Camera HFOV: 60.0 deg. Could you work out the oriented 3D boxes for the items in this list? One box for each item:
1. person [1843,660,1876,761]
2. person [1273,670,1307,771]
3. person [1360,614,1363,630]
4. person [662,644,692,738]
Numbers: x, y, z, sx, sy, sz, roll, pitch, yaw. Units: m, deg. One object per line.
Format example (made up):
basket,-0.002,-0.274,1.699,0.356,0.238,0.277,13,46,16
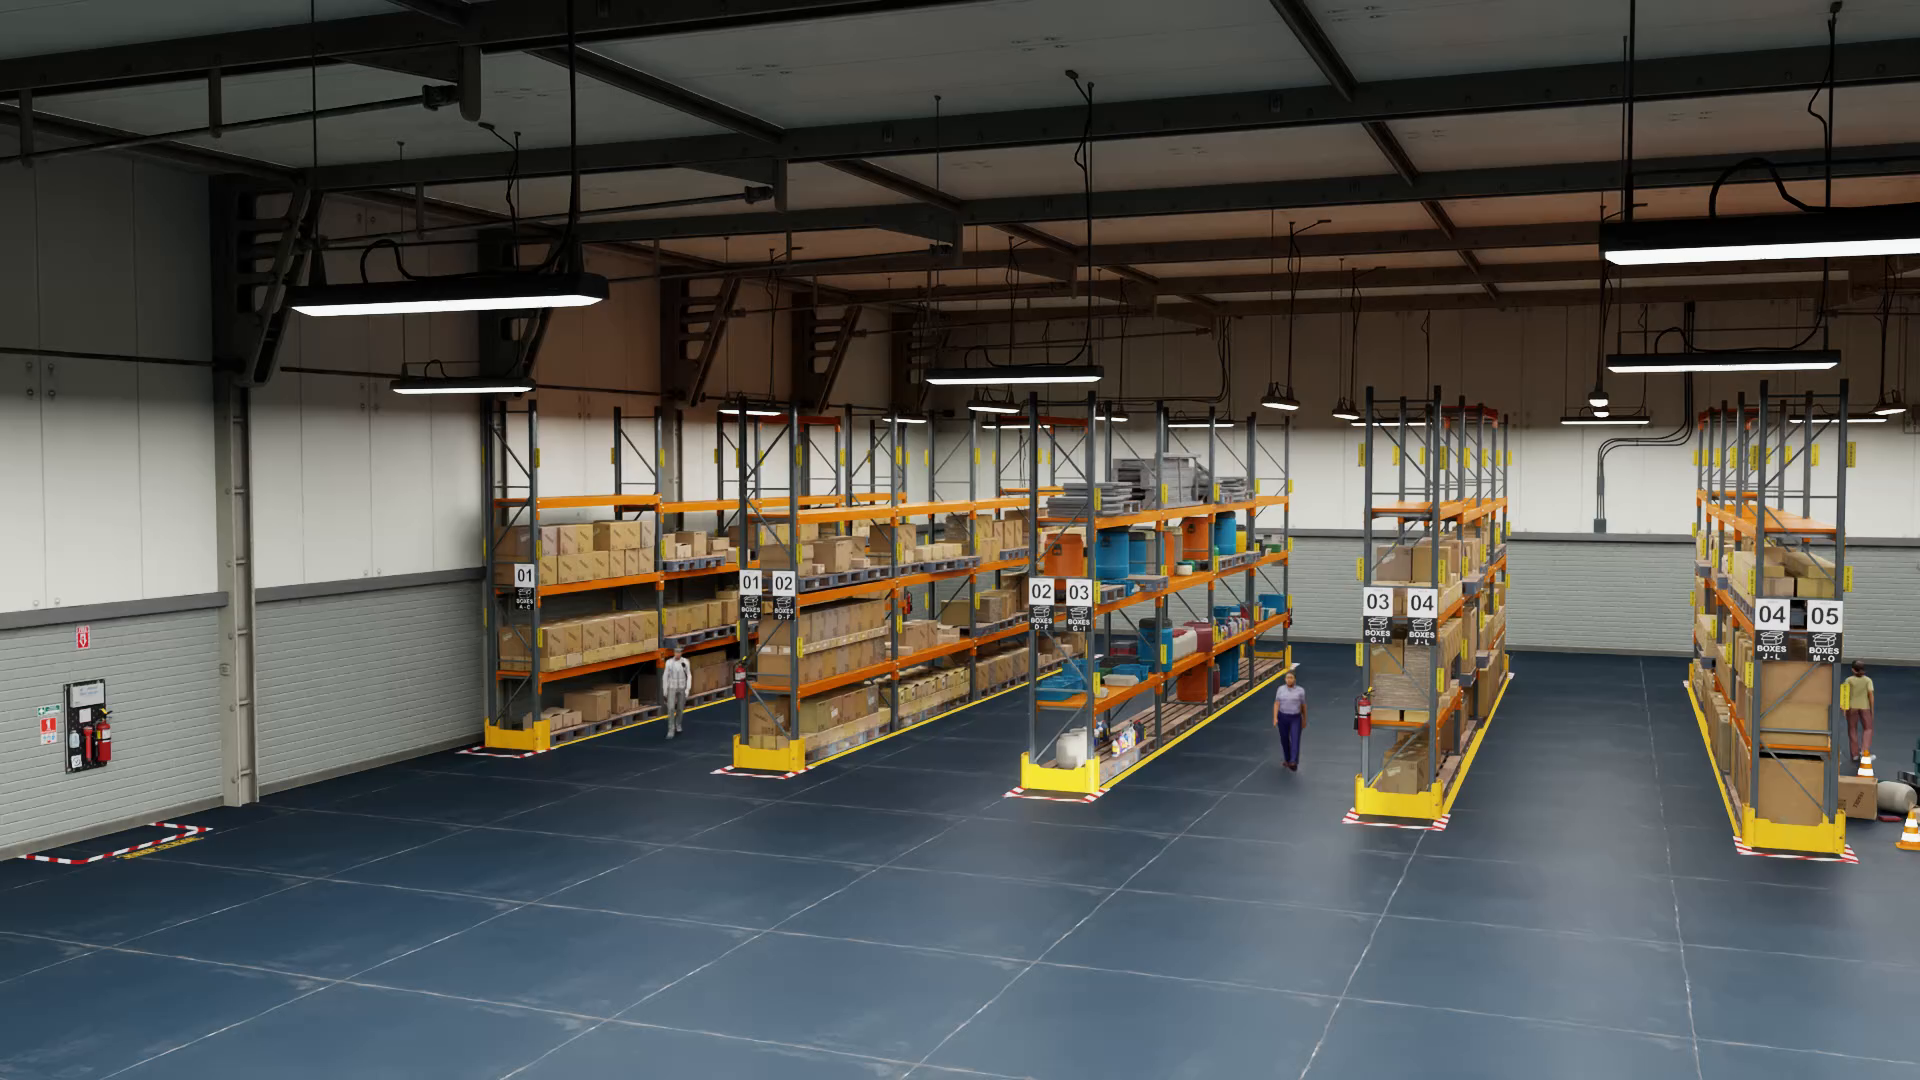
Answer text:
person,14.850,2.819,27.459,0.494,1.669,0.534,1,3,20
person,5.238,2.888,26.521,0.494,1.571,1.045,1,3,25
person,9.900,2.208,39.619,0.704,1.684,0.713,2,3,29
person,-5.096,2.686,29.974,0.514,1.623,0.905,-1,3,-19
